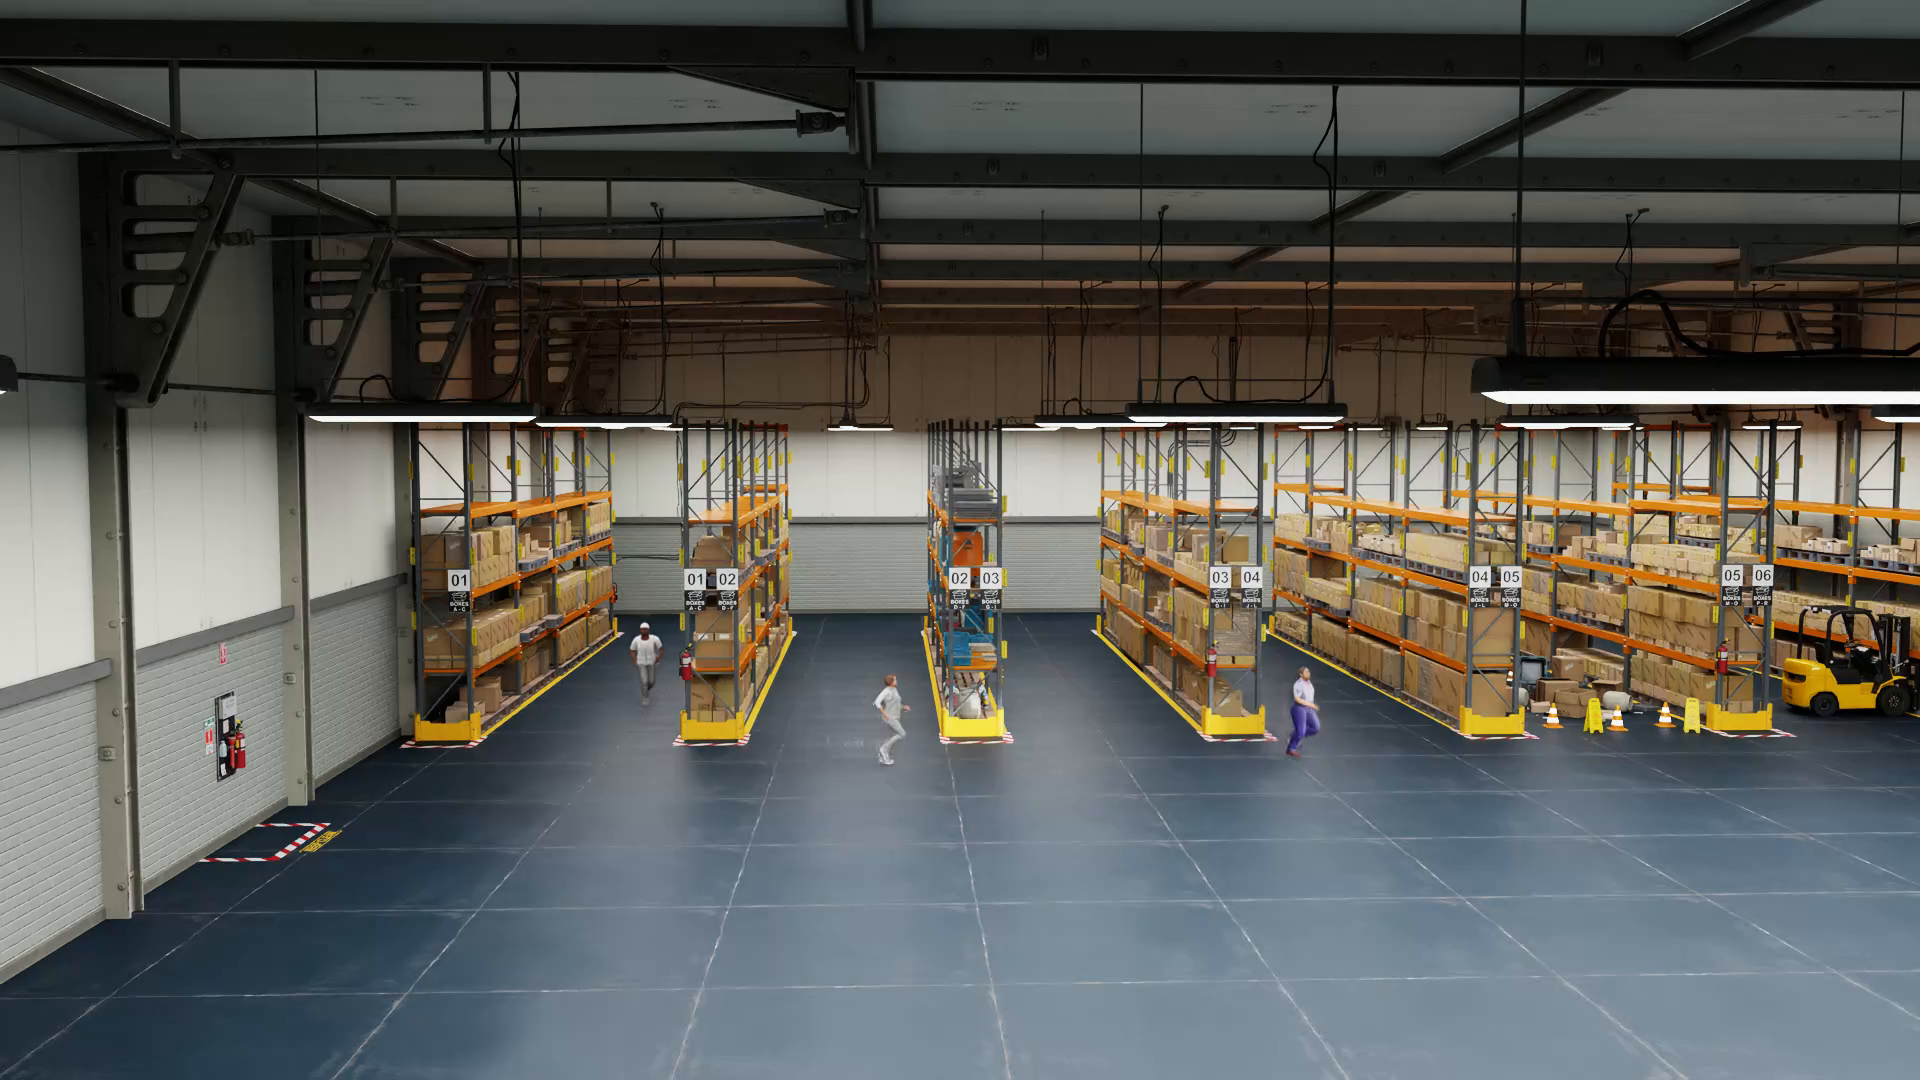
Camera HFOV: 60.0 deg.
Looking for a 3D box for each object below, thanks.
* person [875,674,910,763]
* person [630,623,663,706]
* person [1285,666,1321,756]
[{"bbox_3d":[-1.148,3.091,28.714,0.591,1.561,0.525,1,4,15],"label":"person"},{"bbox_3d":[-6.629,2.614,35.157,0.694,1.736,0.640,-1,4,-9],"label":"person"},{"bbox_3d":[6.116,3.035,29.490,0.650,1.604,0.641,3,5,41],"label":"person"}]
